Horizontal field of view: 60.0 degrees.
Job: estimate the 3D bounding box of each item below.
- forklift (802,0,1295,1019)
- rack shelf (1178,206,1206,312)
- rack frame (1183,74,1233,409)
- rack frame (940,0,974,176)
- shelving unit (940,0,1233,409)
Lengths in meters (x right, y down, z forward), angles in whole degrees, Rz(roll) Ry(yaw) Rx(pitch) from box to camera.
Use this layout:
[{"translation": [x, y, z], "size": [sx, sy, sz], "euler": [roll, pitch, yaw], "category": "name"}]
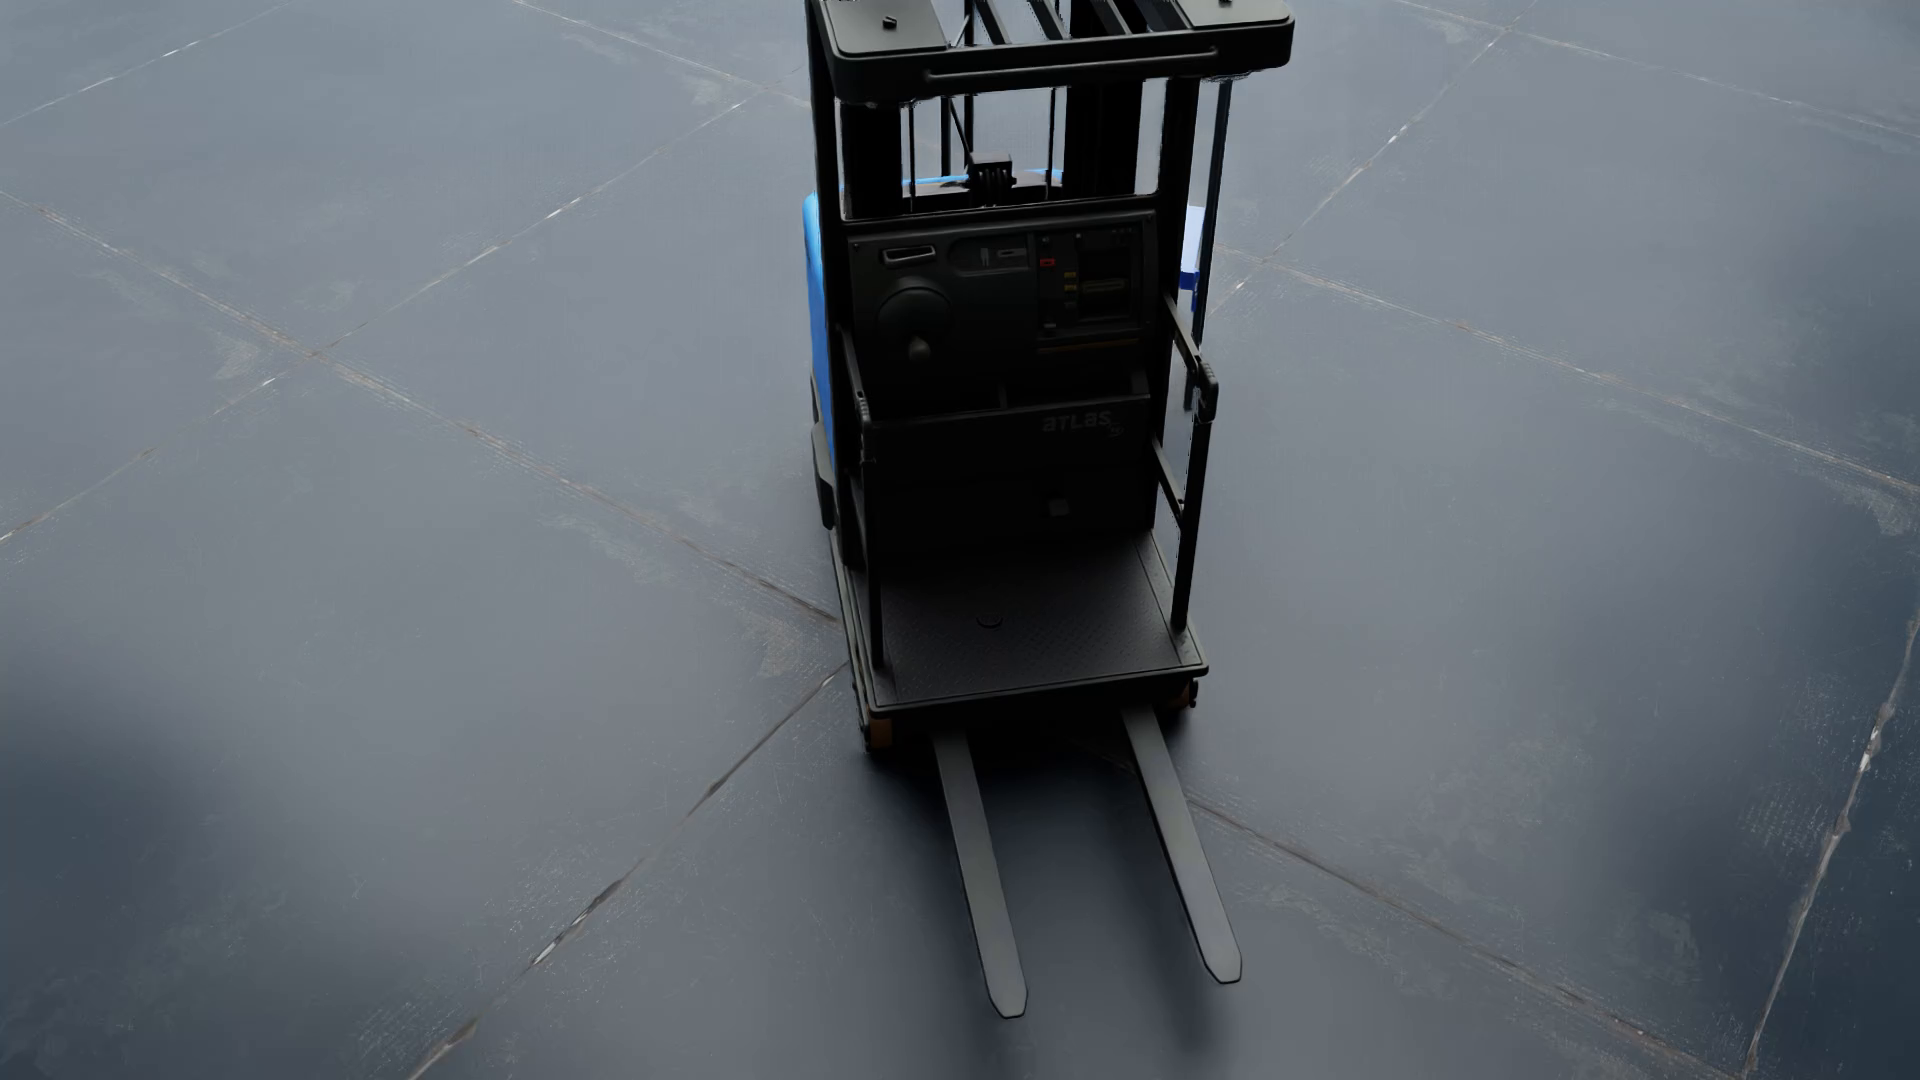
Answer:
[{"translation": [0.175, -0.671, 4.802], "size": [1.130, 2.935, 3.031], "euler": [-7, 42, -8], "category": "forklift"}, {"translation": [0.488, -1.199, 6.735], "size": [1.000, 0.185, 0.538], "euler": [8, 42, 9], "category": "rack shelf"}, {"translation": [0.986, -1.266, 6.539], "size": [0.032, 1.500, 0.500], "euler": [8, 42, 9], "category": "rack frame"}, {"translation": [-0.010, -1.401, 6.691], "size": [0.032, 1.500, 0.500], "euler": [8, 42, 9], "category": "rack frame"}, {"translation": [0.488, -1.334, 6.615], "size": [1.048, 1.500, 0.538], "euler": [8, 42, 9], "category": "shelving unit"}]
